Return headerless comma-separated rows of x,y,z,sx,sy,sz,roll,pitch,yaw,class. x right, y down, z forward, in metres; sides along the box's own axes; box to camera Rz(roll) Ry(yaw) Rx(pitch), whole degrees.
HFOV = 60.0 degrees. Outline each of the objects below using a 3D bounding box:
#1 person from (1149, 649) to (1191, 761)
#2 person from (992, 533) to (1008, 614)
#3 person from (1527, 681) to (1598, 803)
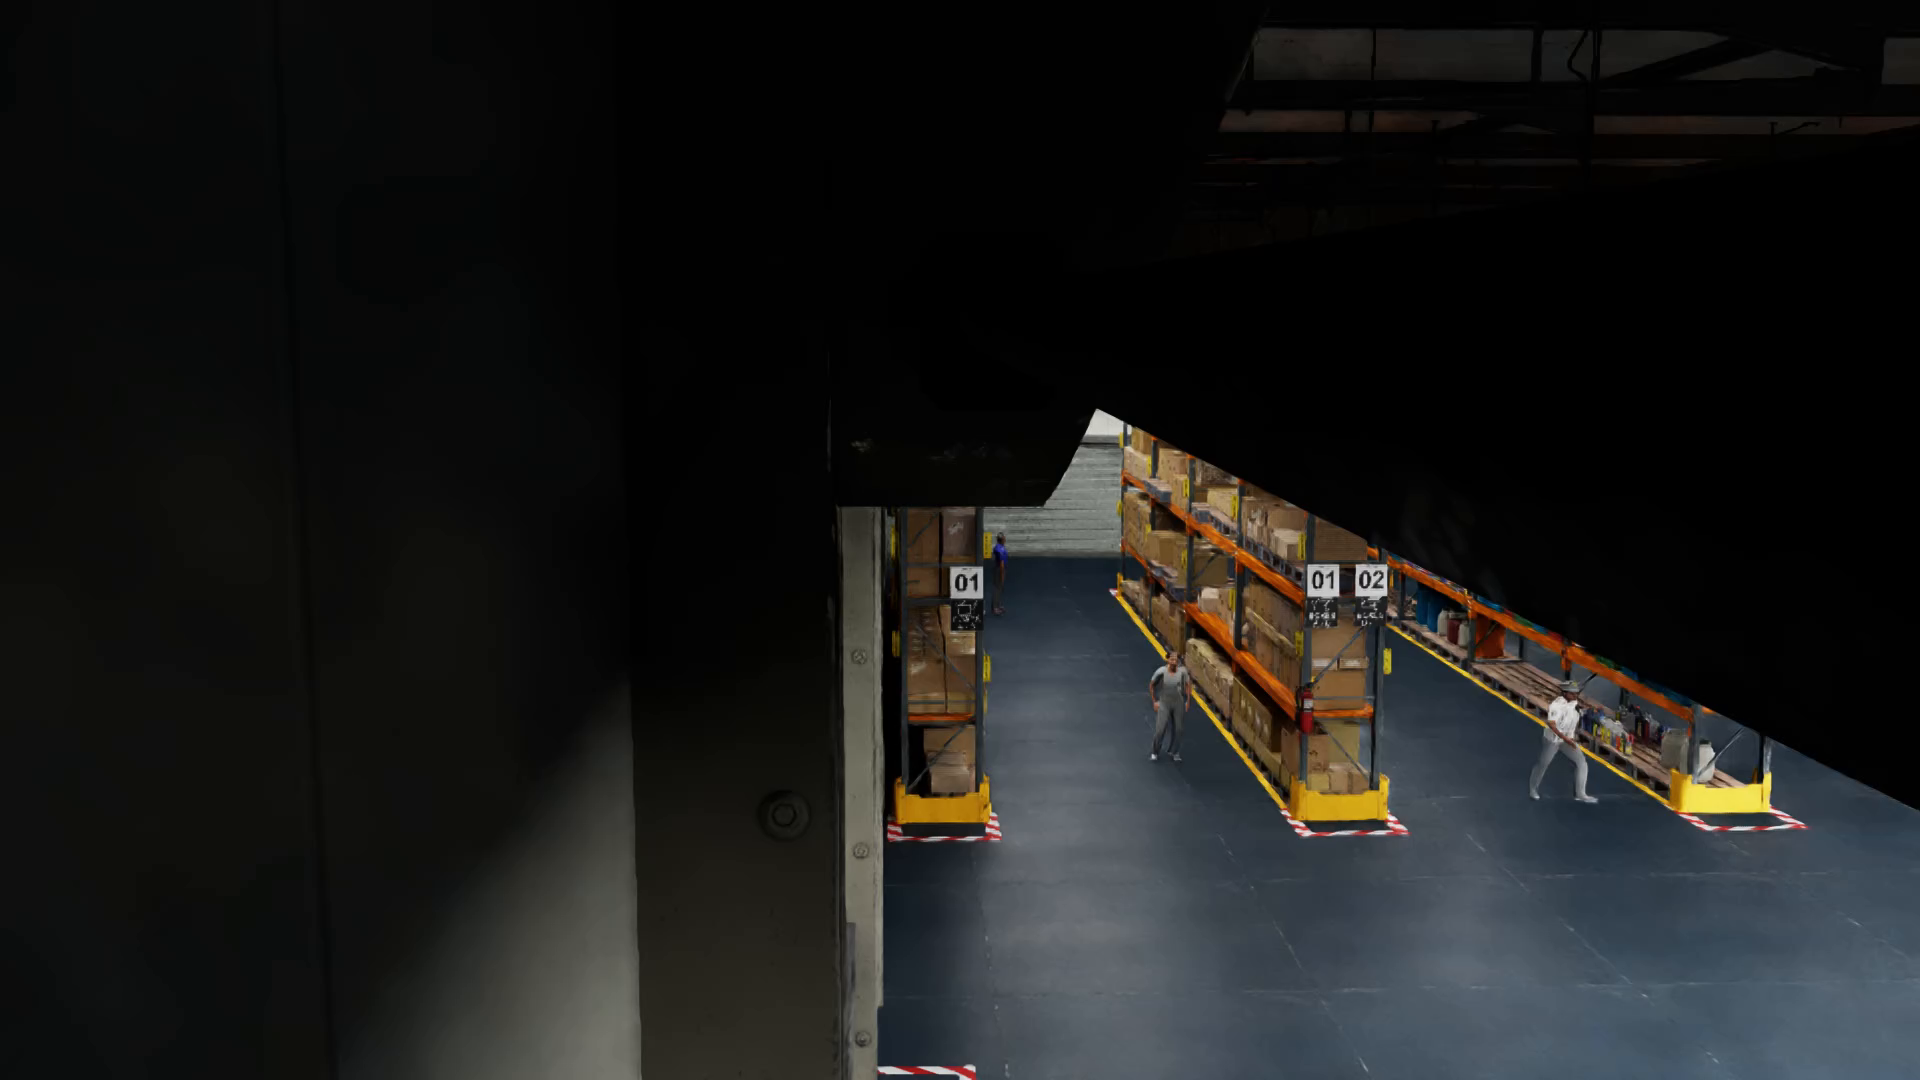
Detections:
2.921,2.294,23.167,0.580,1.619,0.506,-1,8,-5,person
0.831,0.673,34.395,0.379,1.658,0.568,-1,8,-9,person
7.697,2.550,21.281,0.622,1.613,0.782,-3,9,-22,person
